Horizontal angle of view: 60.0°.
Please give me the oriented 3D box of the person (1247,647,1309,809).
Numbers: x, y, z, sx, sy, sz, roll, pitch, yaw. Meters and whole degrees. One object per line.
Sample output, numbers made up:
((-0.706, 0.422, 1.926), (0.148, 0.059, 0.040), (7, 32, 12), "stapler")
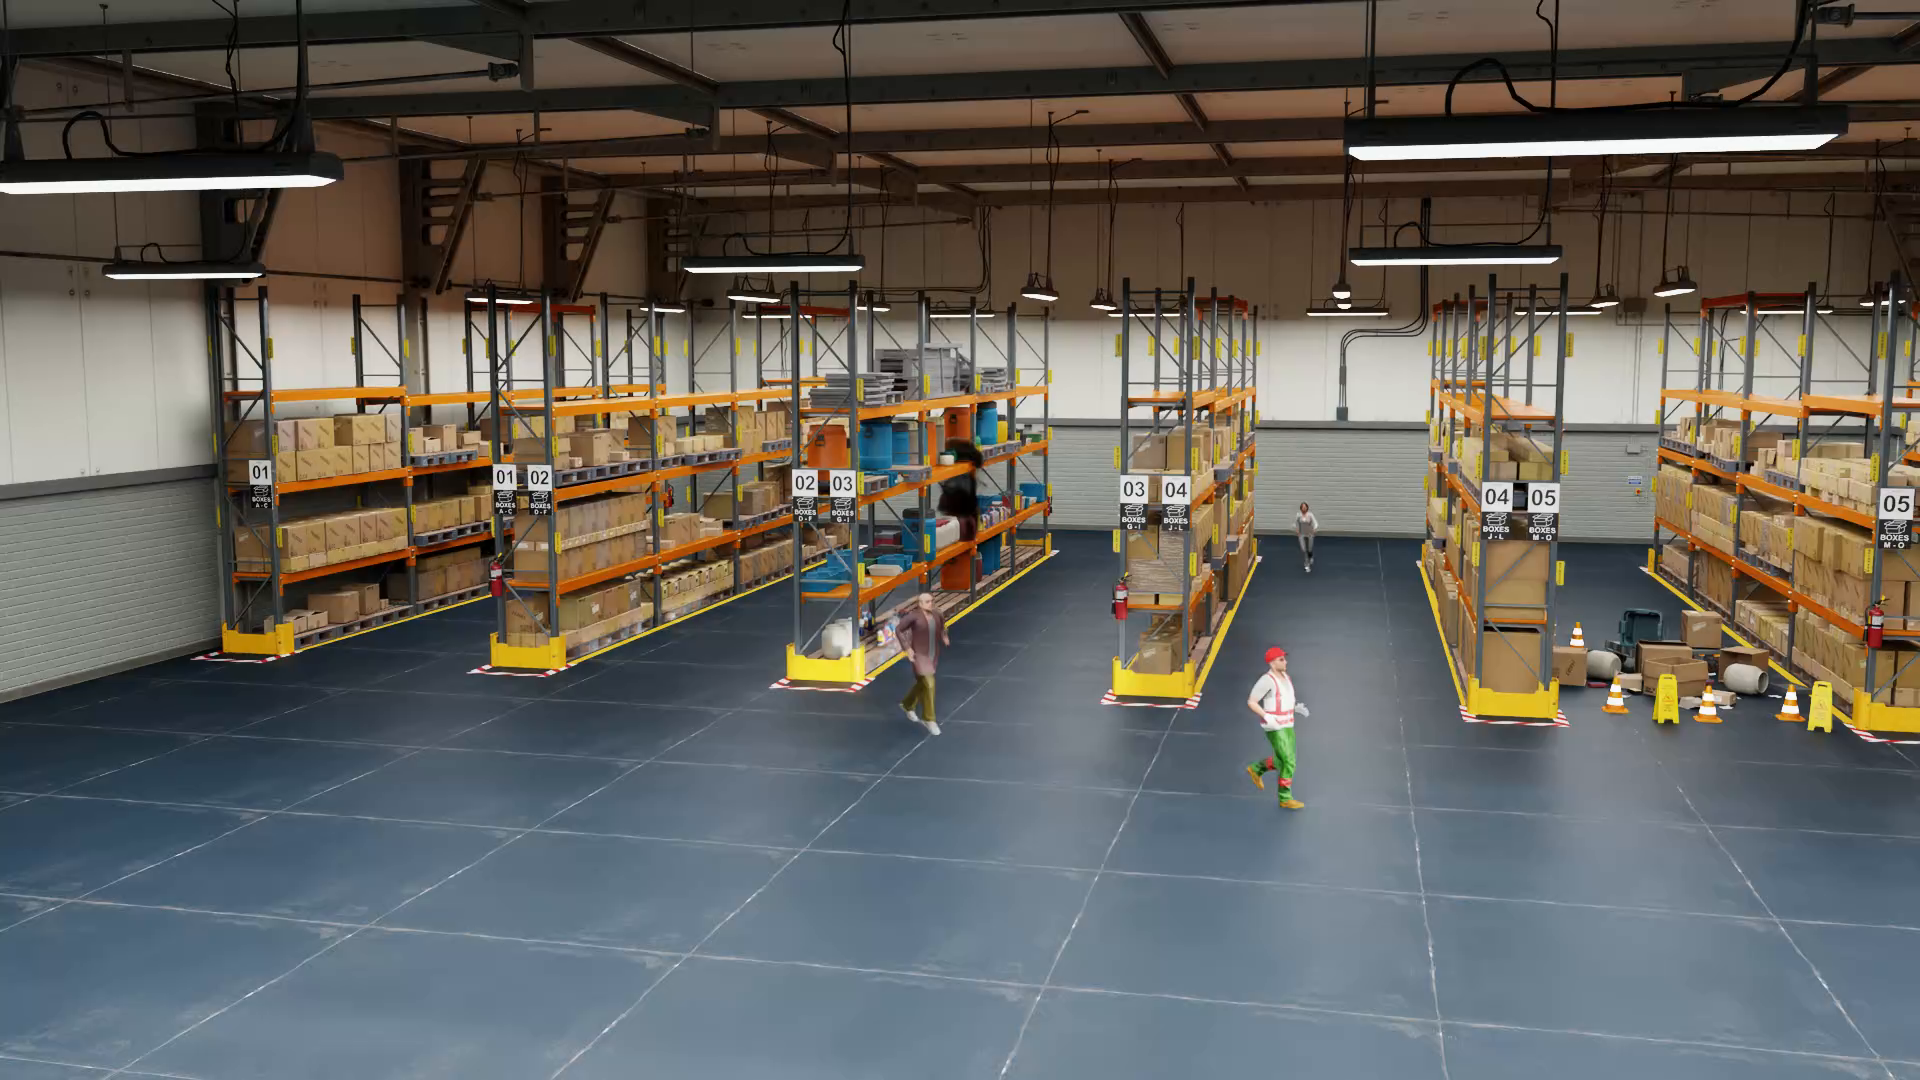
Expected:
((3.456, 2.045, 18.262), (0.786, 1.748, 0.663), (6, 9, 42), "person")

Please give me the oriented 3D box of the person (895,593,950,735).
((-0.494, 1.691, 21.997), (0.701, 1.625, 0.915), (-6, 9, -44), "person")

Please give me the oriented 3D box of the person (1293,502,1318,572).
((7.803, -0.079, 37.623), (0.560, 1.558, 0.595), (2, 7, 14), "person")
